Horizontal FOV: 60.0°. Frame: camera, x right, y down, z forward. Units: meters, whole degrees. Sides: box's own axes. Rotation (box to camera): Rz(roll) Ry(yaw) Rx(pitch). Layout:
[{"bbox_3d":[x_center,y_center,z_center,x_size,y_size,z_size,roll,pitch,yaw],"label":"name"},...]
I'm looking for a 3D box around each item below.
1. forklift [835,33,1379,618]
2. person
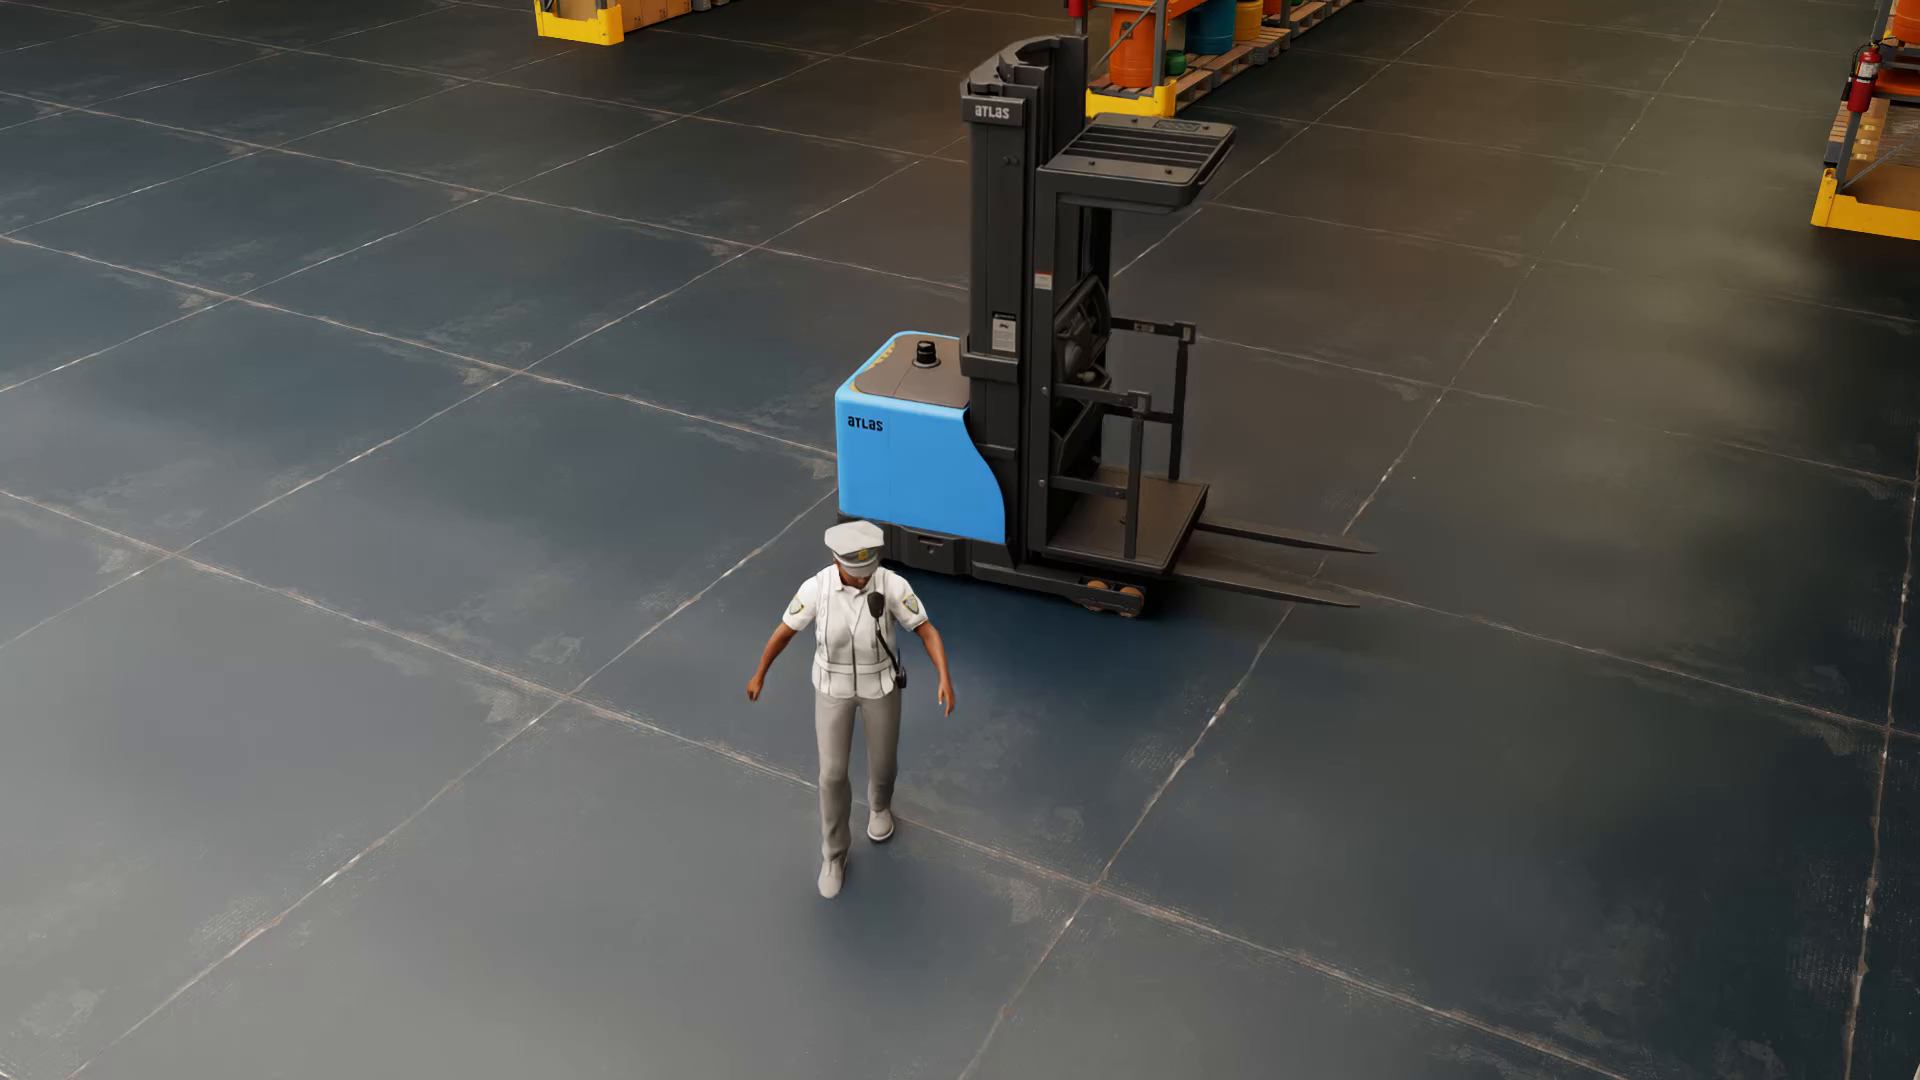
[{"bbox_3d":[0.853,-1.138,9.043,3.031,2.935,1.130,11,32,18],"label":"forklift"},{"bbox_3d":[-0.476,0.715,7.172,0.919,1.668,0.663,0,30,0],"label":"person"}]
